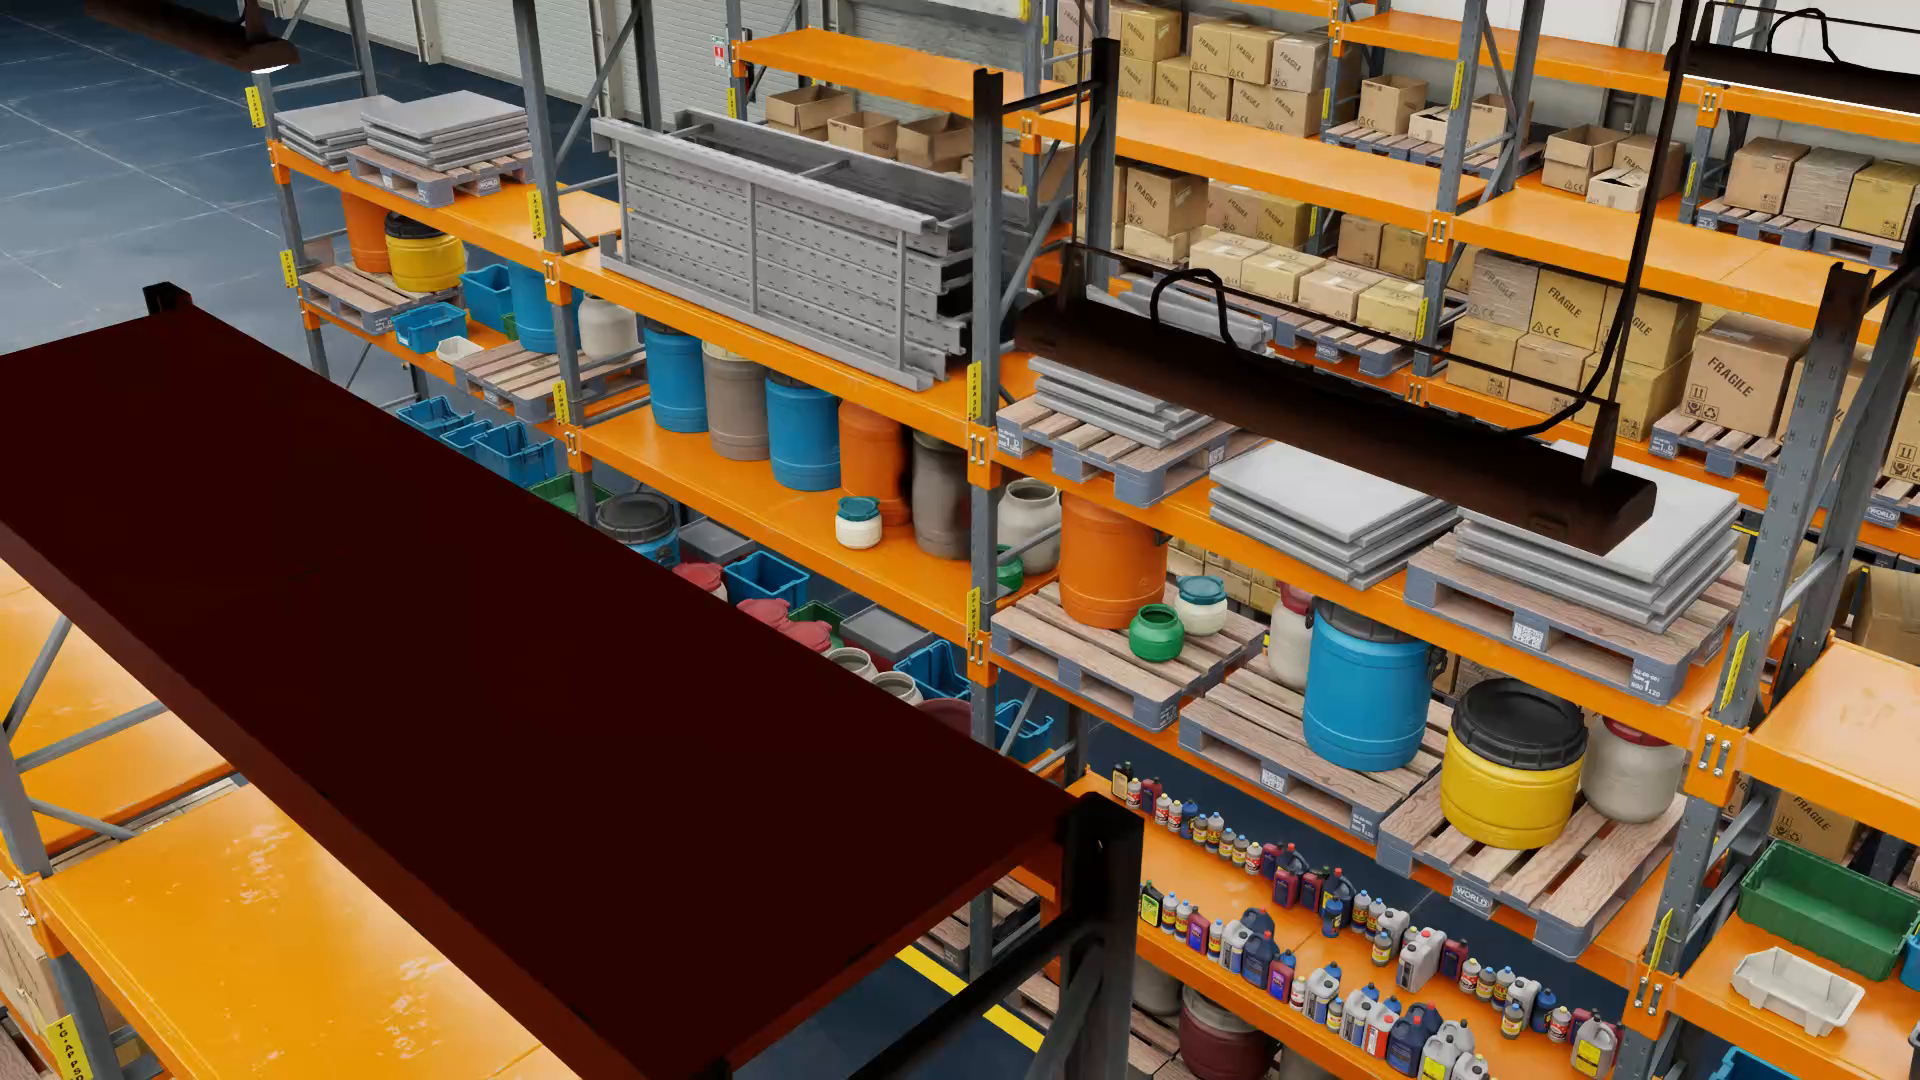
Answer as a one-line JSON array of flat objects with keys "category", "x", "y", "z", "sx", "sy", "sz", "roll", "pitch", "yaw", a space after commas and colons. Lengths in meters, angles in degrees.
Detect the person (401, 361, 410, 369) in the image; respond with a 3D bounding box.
[{"category": "person", "x": -6.670, "y": -2.781, "z": 19.460, "sx": 0.579, "sy": 1.658, "sz": 0.600, "roll": -15, "pitch": 32, "yaw": -24}]
